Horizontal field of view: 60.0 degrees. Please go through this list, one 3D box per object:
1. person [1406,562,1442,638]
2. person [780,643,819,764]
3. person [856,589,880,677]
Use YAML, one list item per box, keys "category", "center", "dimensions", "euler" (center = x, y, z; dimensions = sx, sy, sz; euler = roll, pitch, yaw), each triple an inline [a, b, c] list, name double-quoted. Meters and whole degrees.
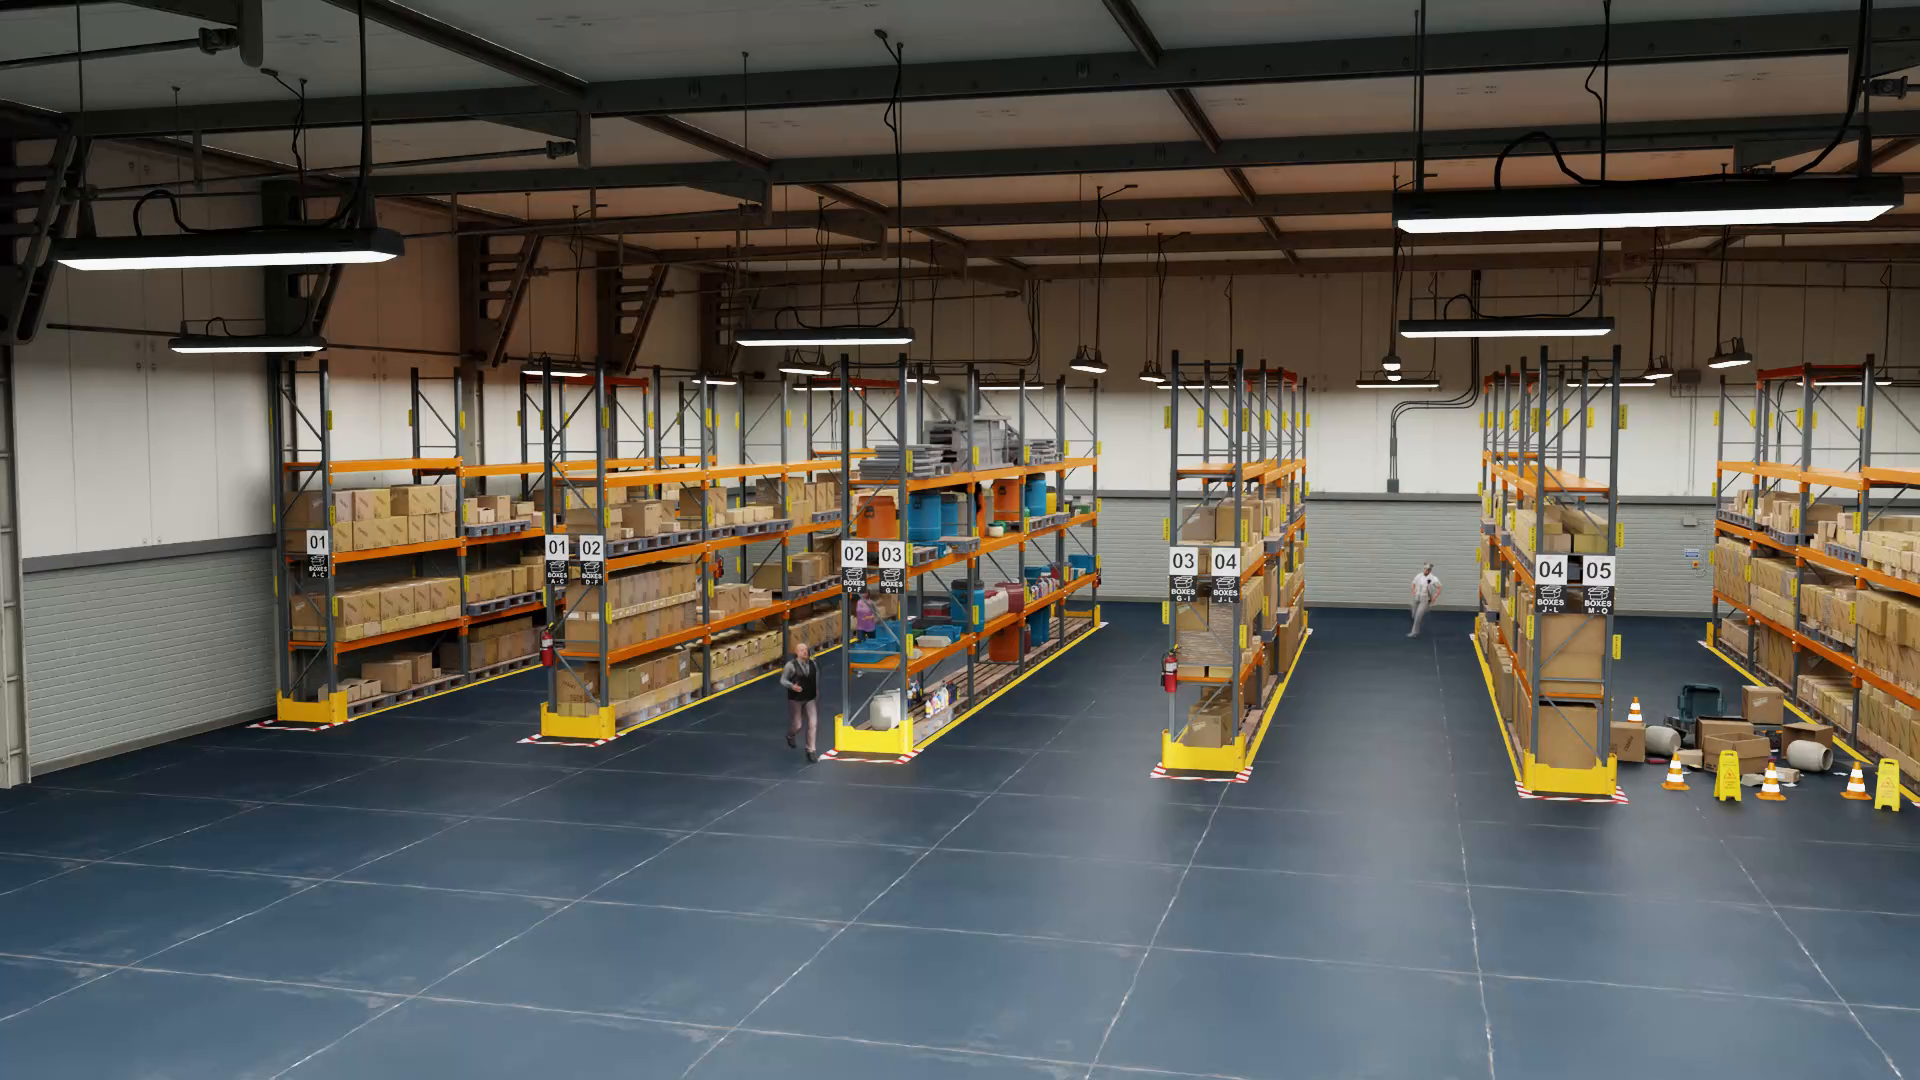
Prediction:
- category: "person"
  center: [10.702, 1.372, 38.305]
  dimensions: [0.750, 1.736, 0.863]
  euler: [3, 5, 40]
- category: "person"
  center: [-2.343, 2.422, 24.636]
  dimensions: [0.677, 1.643, 0.976]
  euler: [-2, 5, -26]
- category: "person"
  center: [-1.726, 1.687, 30.888]
  dimensions: [0.525, 1.621, 0.769]
  euler: [1, 4, 17]
